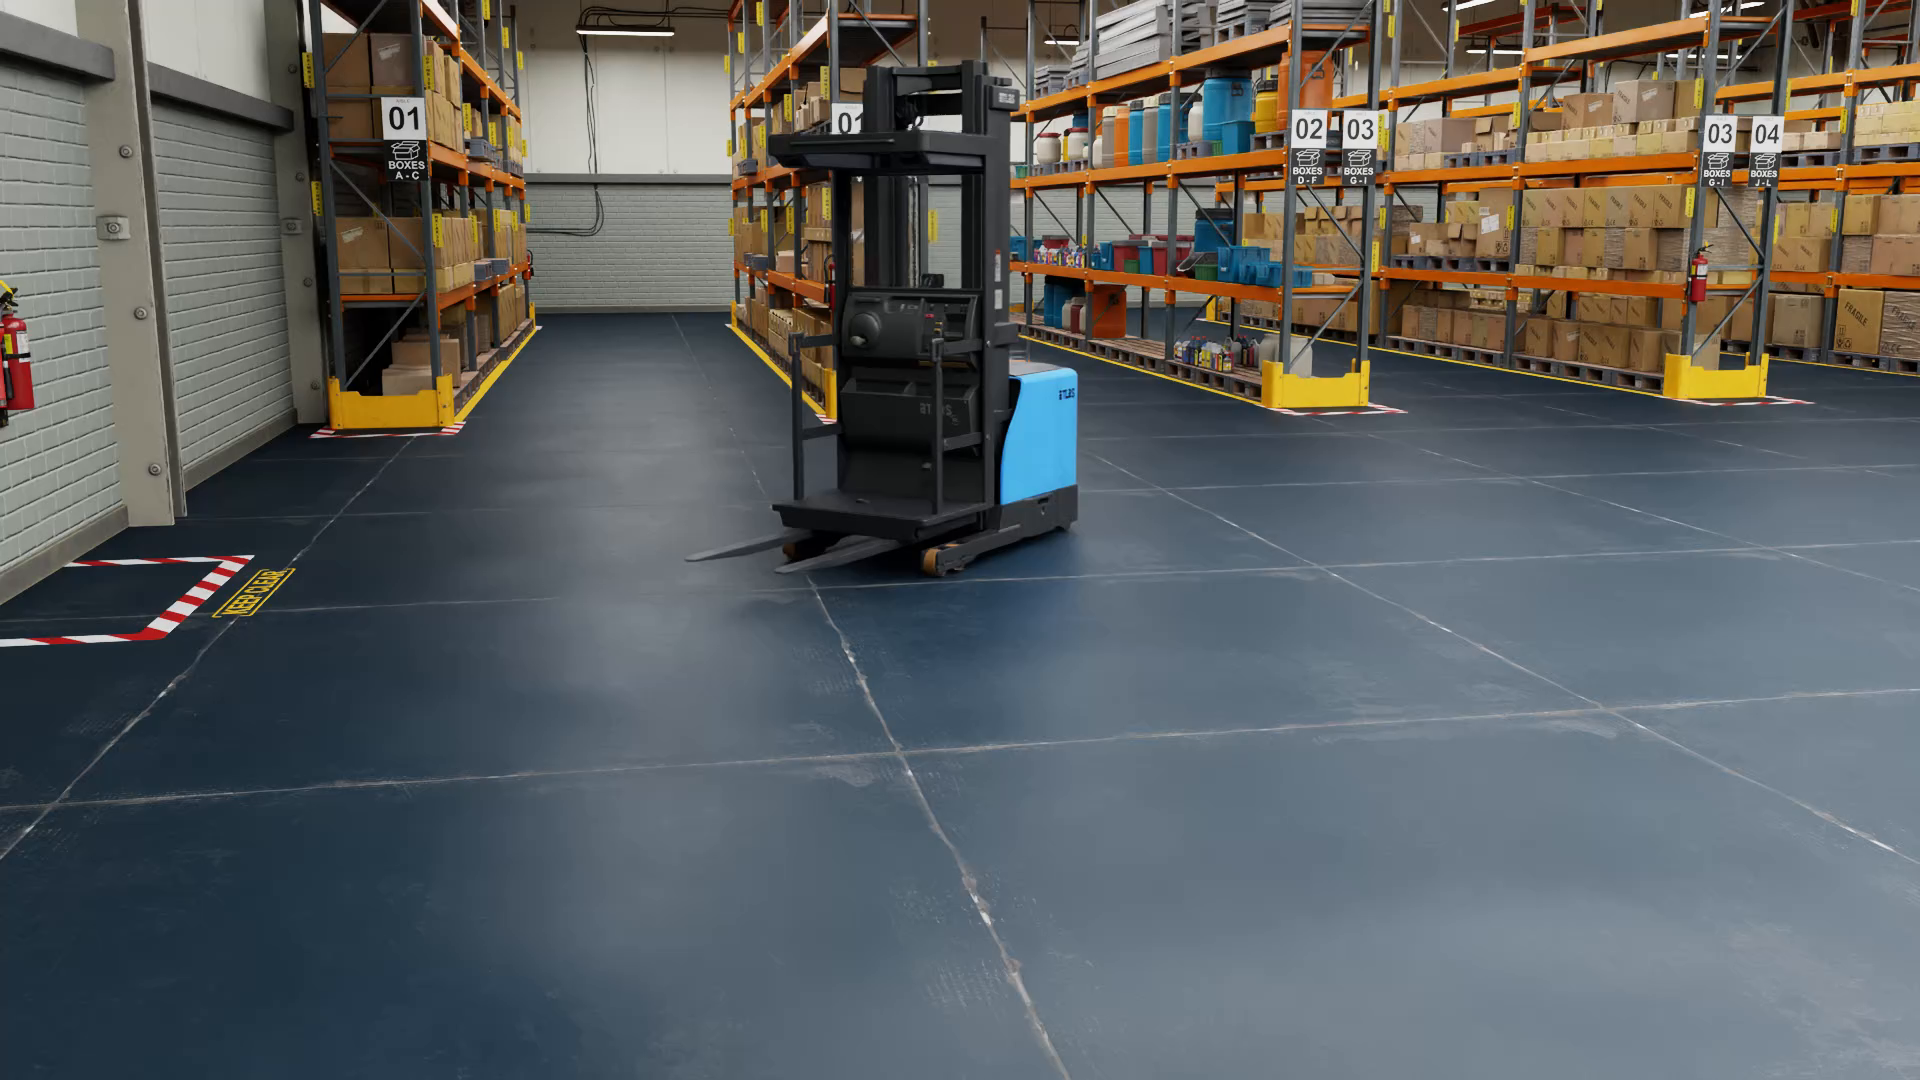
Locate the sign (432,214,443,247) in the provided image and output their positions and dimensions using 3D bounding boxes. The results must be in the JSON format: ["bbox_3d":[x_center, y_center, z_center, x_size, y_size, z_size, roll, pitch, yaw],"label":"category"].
[{"bbox_3d":[-5.156,-3.053,16.401,0.100,0.325,0.005,-2,11,-11],"label":"sign"}]

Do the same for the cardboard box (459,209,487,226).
[{"bbox_3d":[-7.086,-4.747,24.493,0.500,0.250,0.500,-2,11,-10],"label":"cardboard box"}]

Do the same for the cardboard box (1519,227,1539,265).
[{"bbox_3d":[8.137,-3.993,22.590,0.875,0.500,0.500,-2,11,-11],"label":"cardboard box"}]

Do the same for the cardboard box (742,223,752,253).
[{"bbox_3d":[-3.291,-5.151,28.344,0.700,0.500,0.500,-6,12,-30],"label":"cardboard box"}]

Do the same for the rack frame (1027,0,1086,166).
[{"bbox_3d":[1.695,-8.117,29.274,1.000,3.000,0.127,-2,11,-11],"label":"rack frame"}]

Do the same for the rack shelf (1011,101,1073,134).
[{"bbox_3d":[1.306,-7.934,31.306,1.077,0.370,4.000,-2,11,-11],"label":"rack shelf"}]

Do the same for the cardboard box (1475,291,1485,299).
[{"bbox_3d":[10.705,-4.994,33.823,0.380,0.149,0.250,-2,11,-10],"label":"cardboard box"}]

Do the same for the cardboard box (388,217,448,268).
[{"bbox_3d":[-5.487,-3.011,16.838,0.500,0.500,0.500,-2,11,-11],"label":"cardboard box"}]

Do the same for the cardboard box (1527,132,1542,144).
[{"bbox_3d":[7.871,-5.407,22.396,0.380,0.149,0.250,-2,11,-13],"label":"cardboard box"}]

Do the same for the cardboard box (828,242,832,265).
[{"bbox_3d":[-1.106,-3.112,18.756,0.700,0.500,0.500,-2,11,-11],"label":"cardboard box"}]

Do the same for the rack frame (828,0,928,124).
[{"bbox_3d":[-0.830,-5.736,16.768,1.000,3.000,0.127,-2,11,-11],"label":"rack frame"}]

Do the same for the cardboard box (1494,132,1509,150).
[{"bbox_3d":[7.829,-5.665,23.652,0.396,0.266,0.258,-2,11,-9],"label":"cardboard box"}]

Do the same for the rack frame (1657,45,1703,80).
[{"bbox_3d":[15.497,-9.391,35.968,1.000,3.000,0.127,-2,11,-11],"label":"rack frame"}]

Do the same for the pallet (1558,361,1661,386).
[{"bbox_3d":[8.516,-2.166,21.514,1.003,0.211,1.213,-2,11,-11],"label":"pallet"}]

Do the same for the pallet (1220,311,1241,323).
[{"bbox_3d":[6.008,-4.570,34.141,1.003,0.211,1.213,-2,11,-11],"label":"pallet"}]

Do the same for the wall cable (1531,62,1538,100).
[{"bbox_3d":[14.114,-10.424,41.395,0.463,3.000,0.029,-2,11,-11],"label":"wall cable"}]

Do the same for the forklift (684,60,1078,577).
[{"bbox_3d":[-0.415,-1.325,9.817,1.130,2.935,3.031,7,13,31],"label":"forklift"}]

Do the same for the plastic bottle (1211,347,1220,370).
[{"bbox_3d":[3.193,-2.240,20.553,0.152,0.276,0.135,-2,11,-13],"label":"plastic bottle"}]

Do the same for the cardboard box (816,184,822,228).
[{"bbox_3d":[-1.319,-3.944,19.657,0.700,0.500,0.500,-2,11,-11],"label":"cardboard box"}]

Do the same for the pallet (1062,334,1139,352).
[{"bbox_3d":[2.279,-3.209,26.993,1.003,0.211,1.213,-2,11,-11],"label":"pallet"}]

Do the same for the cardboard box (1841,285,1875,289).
[{"bbox_3d":[16.830,-4.432,30.521,0.875,0.875,0.875,-2,11,-10],"label":"cardboard box"}]

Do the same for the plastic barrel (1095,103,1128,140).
[{"bbox_3d":[2.366,-6.431,26.168,0.600,0.830,0.708,-2,11,-11],"label":"plastic barrel"}]

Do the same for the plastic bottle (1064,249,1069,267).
[{"bbox_3d":[1.754,-4.647,27.401,0.061,0.283,0.133,-2,11,-11],"label":"plastic bottle"}]

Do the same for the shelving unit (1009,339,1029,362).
[{"bbox_3d":[0.356,-0.782,11.595,0.258,1.200,0.503,0,11,3],"label":"shelving unit"}]

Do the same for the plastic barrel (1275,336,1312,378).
[{"bbox_3d":[3.826,-2.071,19.084,0.421,0.512,0.421,0,11,0],"label":"plastic barrel"}]

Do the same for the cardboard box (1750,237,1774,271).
[{"bbox_3d":[12.434,-4.365,25.339,0.500,0.500,0.500,-2,11,-10],"label":"cardboard box"}]

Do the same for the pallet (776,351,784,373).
[{"bbox_3d":[-2.030,-2.511,23.324,1.003,0.211,1.213,-2,11,-11],"label":"pallet"}]

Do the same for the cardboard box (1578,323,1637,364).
[{"bbox_3d":[8.465,-2.570,21.740,0.500,0.500,0.500,-3,11,-16],"label":"cardboard box"}]

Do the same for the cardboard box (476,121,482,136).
[{"bbox_3d":[-7.645,-6.099,25.249,0.700,0.500,0.500,-2,11,-8],"label":"cardboard box"}]

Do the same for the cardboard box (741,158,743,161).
[{"bbox_3d":[-3.619,-6.807,29.478,0.500,0.250,0.500,-2,11,-11],"label":"cardboard box"}]

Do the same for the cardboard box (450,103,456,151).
[{"bbox_3d":[-5.895,-4.597,18.485,0.500,0.500,0.500,-3,11,-13],"label":"cardboard box"}]

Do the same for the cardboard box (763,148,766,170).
[{"bbox_3d":[-2.504,-5.858,25.162,0.910,0.500,0.500,-2,11,-11],"label":"cardboard box"}]

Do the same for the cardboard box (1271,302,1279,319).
[{"bbox_3d":[6.504,-4.636,31.592,0.875,0.875,0.875,-2,11,-11],"label":"cardboard box"}]

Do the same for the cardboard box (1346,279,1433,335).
[{"bbox_3d":[7.218,-3.906,27.755,1.225,0.875,0.875,-3,11,-14],"label":"cardboard box"}]

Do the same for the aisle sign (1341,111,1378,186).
[{"bbox_3d":[4.331,-4.243,18.015,0.394,0.787,0.004,-2,11,-11],"label":"aisle sign"}]

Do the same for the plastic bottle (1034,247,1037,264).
[{"bbox_3d":[1.348,-5.029,29.411,0.061,0.283,0.133,-2,11,-11],"label":"plastic bottle"}]

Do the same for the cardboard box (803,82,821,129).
[{"bbox_3d":[-1.412,-5.016,19.230,0.797,0.503,0.637,-1,11,-5],"label":"cardboard box"}]

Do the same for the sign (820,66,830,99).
[{"bbox_3d":[-1.365,-4.642,16.882,0.100,0.325,0.005,-2,11,-11],"label":"sign"}]

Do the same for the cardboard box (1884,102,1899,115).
[{"bbox_3d":[12.832,-5.869,22.637,0.380,0.149,0.250,-2,11,-12],"label":"cardboard box"}]

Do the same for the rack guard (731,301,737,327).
[{"bbox_3d":[-3.927,-4.482,32.907,1.175,0.500,0.348,-2,11,-11],"label":"rack guard"}]

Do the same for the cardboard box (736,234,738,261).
[{"bbox_3d":[-4.009,-5.587,31.763,0.500,0.500,0.500,-2,11,-12],"label":"cardboard box"}]

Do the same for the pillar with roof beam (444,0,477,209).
[{"bbox_3d":[-5.951,-9.110,34.494,9.100,9.000,0.548,-2,11,-11],"label":"pillar with roof beam"}]

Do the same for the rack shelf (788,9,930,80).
[{"bbox_3d":[-1.219,-5.553,18.799,1.077,0.370,4.000,-2,11,-11],"label":"rack shelf"}]

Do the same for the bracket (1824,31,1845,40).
[{"bbox_3d":[20.457,-11.778,38.886,0.235,0.232,0.430,-2,11,-11],"label":"bracket"}]

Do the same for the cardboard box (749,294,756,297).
[{"bbox_3d":[-3.535,-4.324,30.893,0.797,0.503,0.637,-2,11,-11],"label":"cardboard box"}]

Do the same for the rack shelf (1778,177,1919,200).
[{"bbox_3d":[16.663,-6.463,30.534,1.077,0.370,4.000,-2,11,-11],"label":"rack shelf"}]

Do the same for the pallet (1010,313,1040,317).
[{"bbox_3d":[1.040,-4.381,33.148,1.003,0.211,1.213,-2,11,-11],"label":"pallet"}]

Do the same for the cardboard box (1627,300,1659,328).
[{"bbox_3d":[11.832,-3.867,28.555,0.500,0.500,0.500,-2,11,-11],"label":"cardboard box"}]

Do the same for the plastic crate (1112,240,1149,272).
[{"bbox_3d":[2.487,-4.160,24.359,0.402,0.464,0.583,-2,11,-11],"label":"plastic crate"}]

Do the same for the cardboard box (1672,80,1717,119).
[{"bbox_3d":[8.864,-5.345,20.335,0.500,0.500,0.500,-2,11,-11],"label":"cardboard box"}]

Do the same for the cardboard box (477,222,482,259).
[{"bbox_3d":[-7.008,-4.154,23.053,0.700,0.500,0.500,-3,11,-16],"label":"cardboard box"}]

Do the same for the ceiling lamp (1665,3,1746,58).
[{"bbox_3d":[17.560,-12.846,38.512,2.000,3.185,0.800,-2,11,-11],"label":"ceiling lamp"}]

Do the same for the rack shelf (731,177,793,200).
[{"bbox_3d":[-3.553,-6.477,30.606,1.077,0.370,4.000,-2,11,-11],"label":"rack shelf"}]

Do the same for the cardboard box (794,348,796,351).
[{"bbox_3d":[-1.815,-2.282,20.896,0.500,0.250,0.500,-2,11,-11],"label":"cardboard box"}]

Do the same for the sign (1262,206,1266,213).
[{"bbox_3d":[6.311,-6.786,34.595,0.100,0.325,0.005,-2,11,-11],"label":"sign"}]

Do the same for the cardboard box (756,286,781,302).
[{"bbox_3d":[-3.115,-4.066,27.538,0.500,0.250,0.500,-2,11,-11],"label":"cardboard box"}]

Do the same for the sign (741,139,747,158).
[{"bbox_3d":[-3.695,-6.696,28.452,0.100,0.325,0.005,-2,11,-11],"label":"sign"}]
